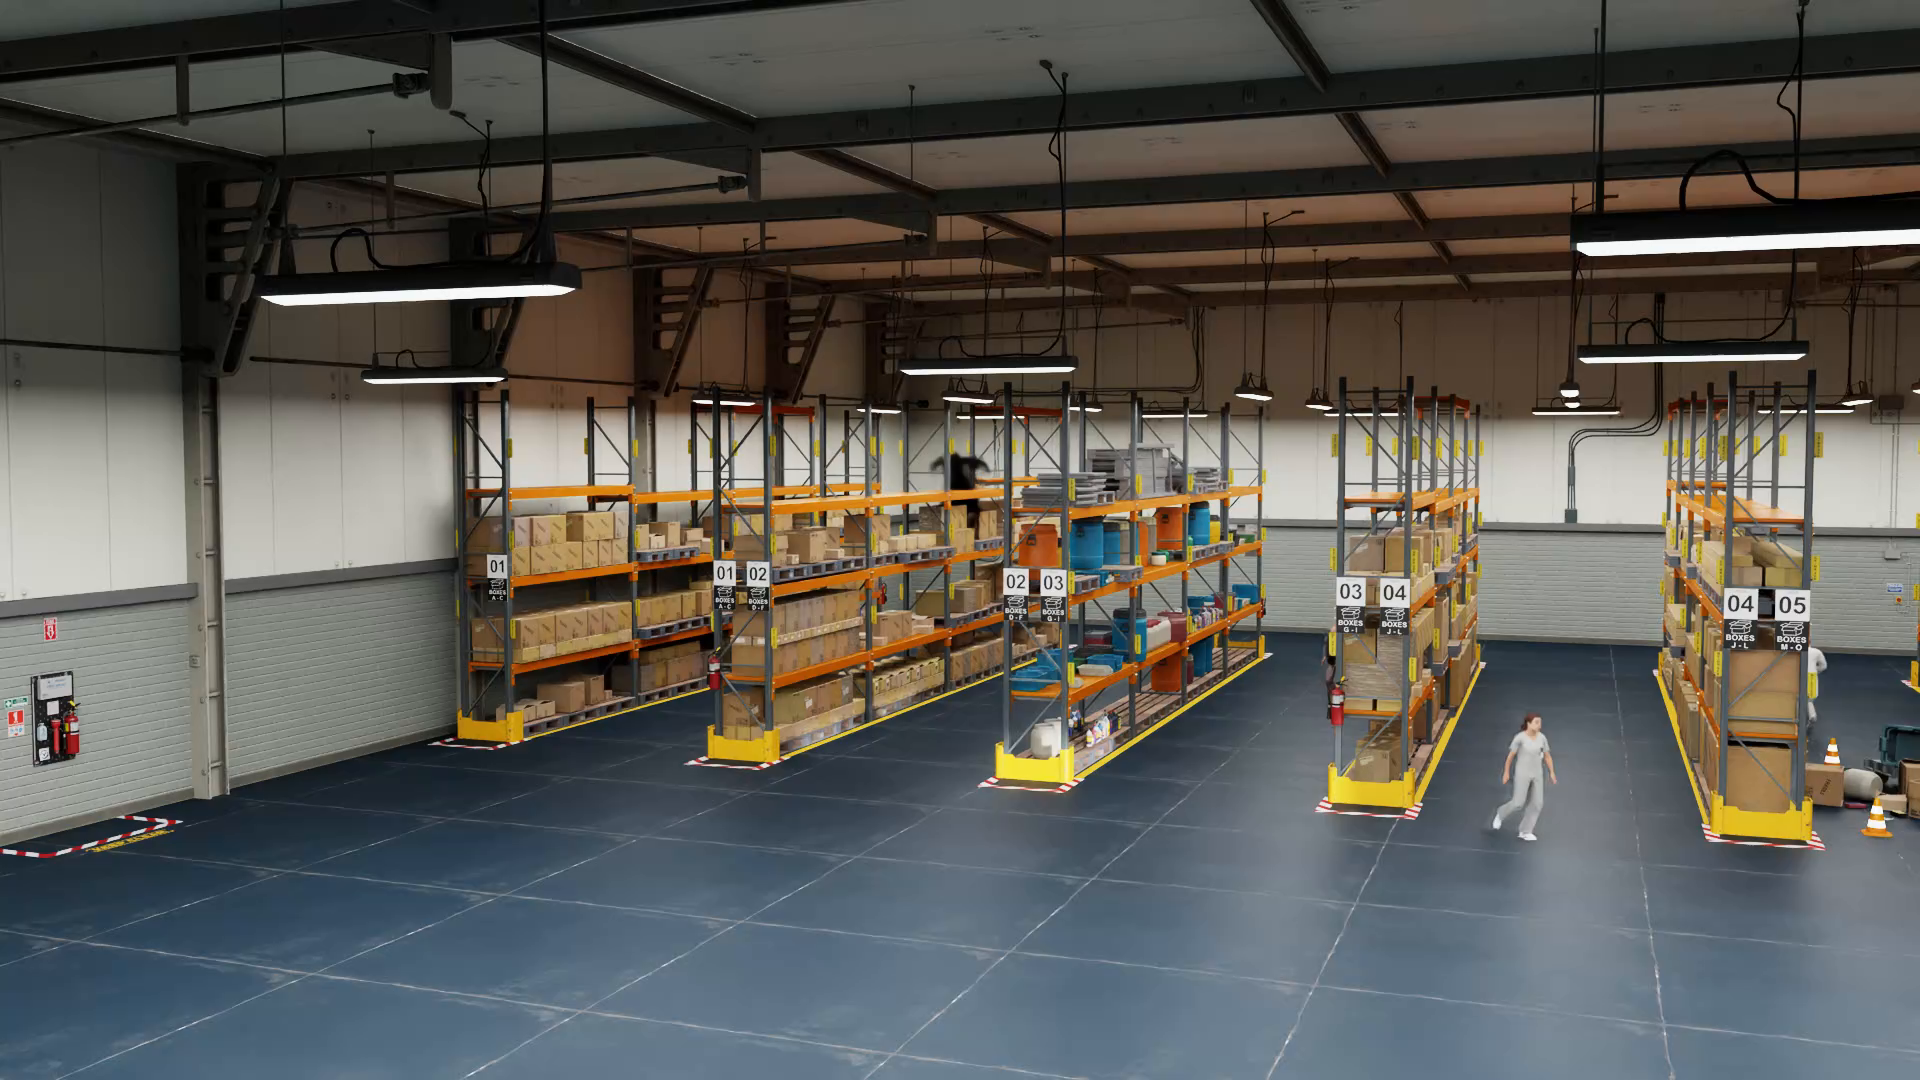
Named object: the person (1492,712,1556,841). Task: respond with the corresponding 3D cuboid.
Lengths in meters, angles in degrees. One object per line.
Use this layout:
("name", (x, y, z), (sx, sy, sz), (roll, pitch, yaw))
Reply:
("person", (7.215, 3.005, 21.311), (0.617, 1.642, 0.657), (-1, 3, -12))

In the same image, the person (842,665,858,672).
("person", (-2.551, 2.183, 37.245), (0.567, 1.541, 0.912), (0, 3, -8))

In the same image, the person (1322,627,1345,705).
("person", (7.401, 2.442, 32.383), (0.652, 1.572, 1.066), (2, 4, 30))

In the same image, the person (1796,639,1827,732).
("person", (14.916, 2.533, 29.321), (0.704, 1.729, 0.830), (1, 3, 17))
